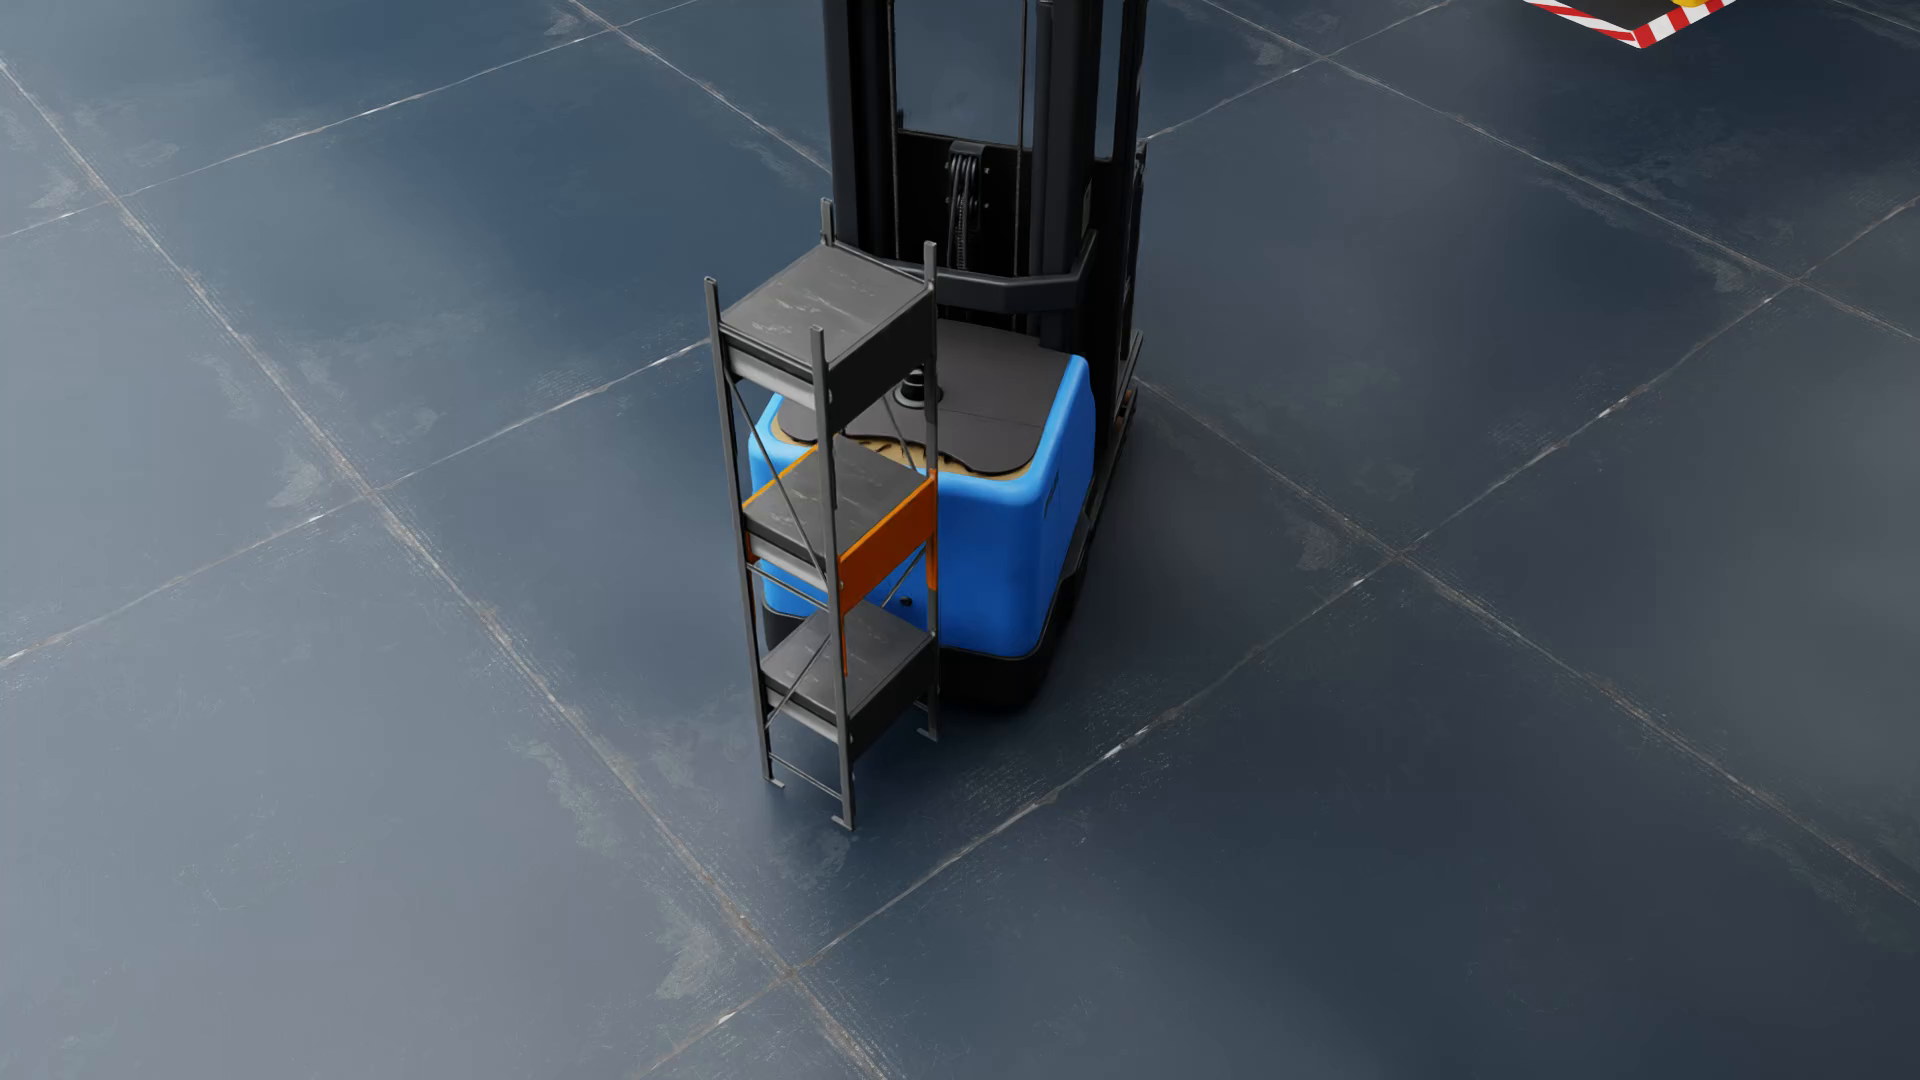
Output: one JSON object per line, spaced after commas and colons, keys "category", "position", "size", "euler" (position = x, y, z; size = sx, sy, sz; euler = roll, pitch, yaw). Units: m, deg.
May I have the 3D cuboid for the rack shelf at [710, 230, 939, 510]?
{"category": "rack shelf", "position": [-0.374, -0.487, 4.729], "size": [0.431, 0.518, 0.480], "euler": [27, 49, 25]}

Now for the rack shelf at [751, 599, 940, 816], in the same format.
{"category": "rack shelf", "position": [-0.382, 0.534, 5.688], "size": [0.431, 0.518, 0.480], "euler": [27, 49, 25]}

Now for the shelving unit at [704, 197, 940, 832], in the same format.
{"category": "shelving unit", "position": [-0.378, 0.013, 5.199], "size": [0.431, 2.100, 0.503], "euler": [27, 49, 25]}

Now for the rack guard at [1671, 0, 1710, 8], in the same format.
{"category": "rack guard", "position": [4.252, -3.825, 10.458], "size": [0.348, 0.500, 1.175], "euler": [-30, 51, -28]}

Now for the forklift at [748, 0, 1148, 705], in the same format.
{"category": "forklift", "position": [0.149, -1.497, 6.203], "size": [1.130, 2.935, 3.031], "euler": [10, 44, 11]}

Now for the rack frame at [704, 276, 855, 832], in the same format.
{"category": "rack frame", "position": [-0.521, 0.148, 5.054], "size": [0.400, 2.100, 0.015], "euler": [27, 49, 25]}

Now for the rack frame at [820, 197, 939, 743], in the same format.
{"category": "rack frame", "position": [-0.235, -0.121, 5.344], "size": [0.400, 2.100, 0.015], "euler": [27, 49, 25]}

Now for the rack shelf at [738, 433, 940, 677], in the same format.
{"category": "rack shelf", "position": [-0.378, 0.023, 5.208], "size": [0.431, 0.518, 0.480], "euler": [27, 49, 25]}
